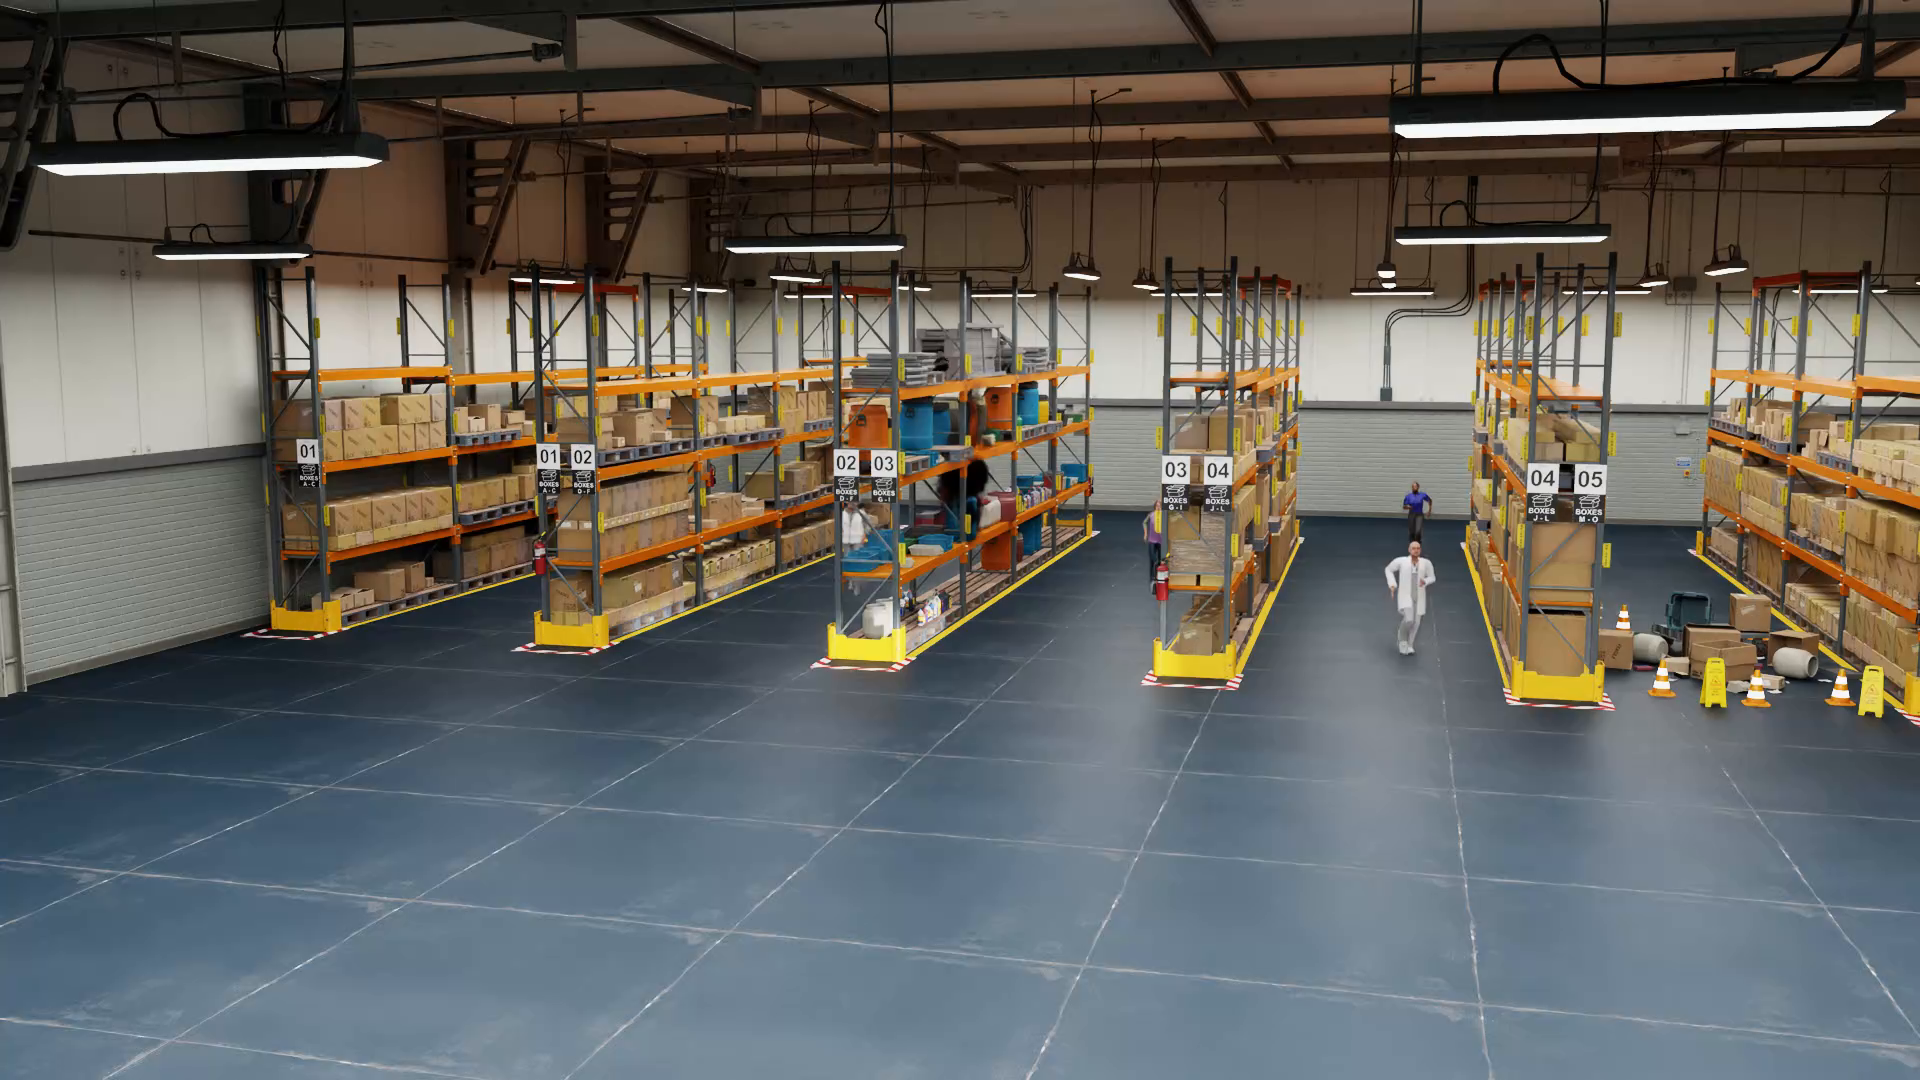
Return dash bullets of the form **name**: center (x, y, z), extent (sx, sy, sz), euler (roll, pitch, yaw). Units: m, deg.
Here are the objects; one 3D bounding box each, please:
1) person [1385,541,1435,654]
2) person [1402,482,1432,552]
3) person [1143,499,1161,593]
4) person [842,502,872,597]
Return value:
- **person**: center (6.931, 0.894, 25.494), extent (0.697, 1.746, 0.676), euler (0, 7, -1)
- **person**: center (10.028, -0.437, 36.528), extent (0.586, 1.696, 0.877), euler (3, 8, 24)
- **person**: center (3.584, 0.103, 30.219), extent (0.503, 1.689, 0.684), euler (0, 7, 4)
- **person**: center (-1.931, 0.096, 29.767), extent (0.640, 1.855, 0.670), euler (1, 7, 10)
